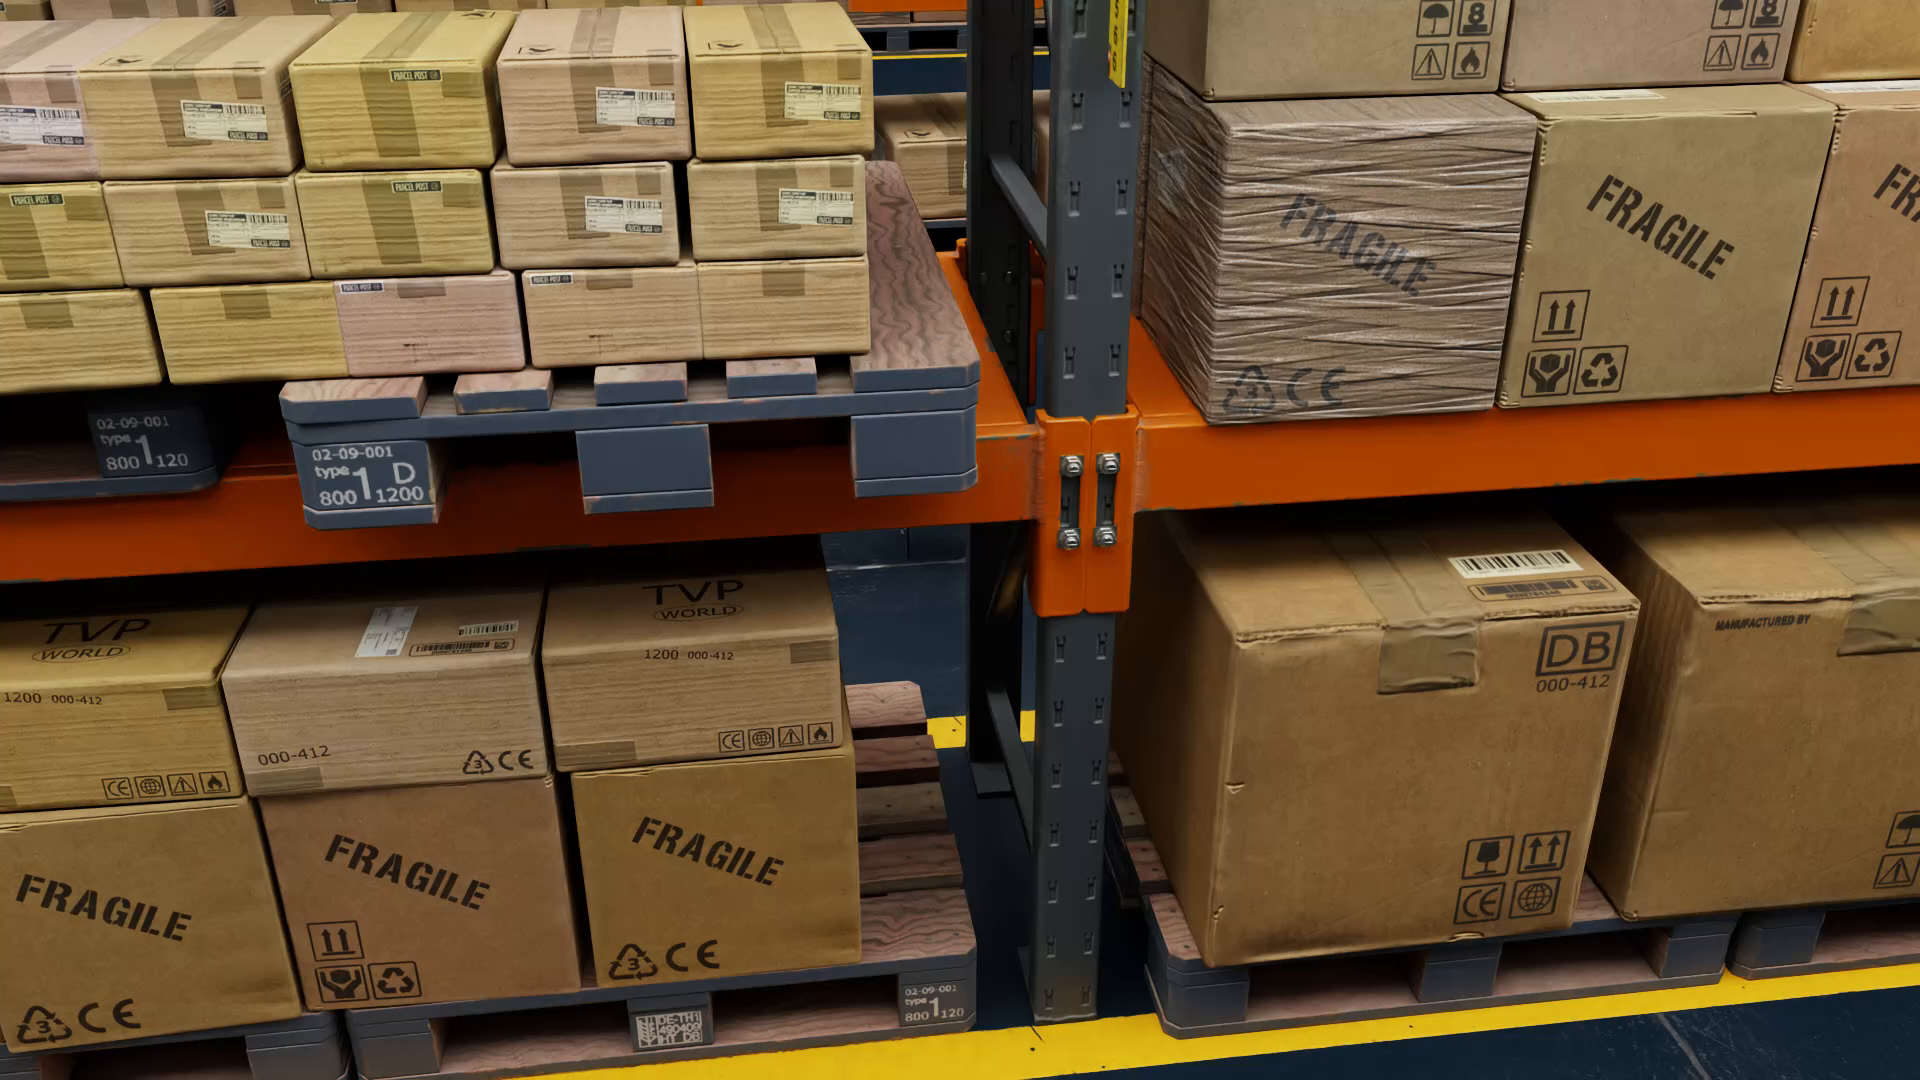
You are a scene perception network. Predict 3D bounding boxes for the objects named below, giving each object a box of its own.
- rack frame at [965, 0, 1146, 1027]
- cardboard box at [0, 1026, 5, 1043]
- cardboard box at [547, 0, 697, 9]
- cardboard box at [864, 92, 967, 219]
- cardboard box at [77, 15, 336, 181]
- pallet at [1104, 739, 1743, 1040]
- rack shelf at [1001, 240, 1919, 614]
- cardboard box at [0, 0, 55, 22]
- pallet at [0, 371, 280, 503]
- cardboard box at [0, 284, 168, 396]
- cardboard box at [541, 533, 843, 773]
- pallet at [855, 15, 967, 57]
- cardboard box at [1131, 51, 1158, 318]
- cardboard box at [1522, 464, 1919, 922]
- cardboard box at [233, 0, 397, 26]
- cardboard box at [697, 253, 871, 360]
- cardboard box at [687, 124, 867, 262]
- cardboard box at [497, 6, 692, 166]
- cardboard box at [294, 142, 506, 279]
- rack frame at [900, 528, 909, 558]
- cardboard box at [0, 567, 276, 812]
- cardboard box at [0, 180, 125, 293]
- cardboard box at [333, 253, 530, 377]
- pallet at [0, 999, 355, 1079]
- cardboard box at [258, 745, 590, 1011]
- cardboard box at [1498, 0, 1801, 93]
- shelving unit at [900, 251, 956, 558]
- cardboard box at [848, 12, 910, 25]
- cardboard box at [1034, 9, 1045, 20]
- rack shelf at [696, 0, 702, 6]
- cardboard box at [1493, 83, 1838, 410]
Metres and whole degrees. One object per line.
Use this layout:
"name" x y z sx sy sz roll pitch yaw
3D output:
"rack frame" 0.145 -0.586 3.107 0.127 3.000 1.000 -4 27 -7
"cardboard box" -2.007 0.593 3.087 0.500 0.500 0.500 -3 27 -6
"cardboard box" -0.606 -0.966 3.010 0.250 0.149 0.380 -4 27 -9
"cardboard box" -0.084 -1.867 8.021 0.625 0.372 0.950 -5 28 -11
"cardboard box" -1.049 -0.637 2.370 0.250 0.149 0.380 -3 27 -6
"pallet" 0.936 0.638 3.775 1.213 0.211 1.003 -4 27 -7
"rack shelf" 2.125 -0.393 3.519 4.000 0.370 1.077 -4 27 -7
"cardboard box" -1.641 -0.900 2.881 0.250 0.149 0.380 -3 27 -6
"pallet" -1.810 -0.356 2.869 1.213 0.211 1.003 -4 27 -7
"cardboard box" -1.294 -0.359 2.478 0.250 0.149 0.380 -5 28 -9
"cardboard box" -0.496 0.167 3.095 0.500 0.250 0.500 -4 27 -8
"pallet" -0.520 -3.855 12.532 1.213 0.211 1.003 -4 27 -7
"cardboard box" 0.553 -0.781 3.376 0.500 0.500 0.500 -4 27 -7
"cardboard box" 1.625 0.173 3.632 0.750 0.750 1.050 -3 27 -6
"cardboard box" -1.112 -0.936 2.951 0.250 0.149 0.380 -5 28 -9
"cardboard box" -0.280 -0.422 2.602 0.250 0.149 0.380 -3 27 -6
"cardboard box" -0.281 -0.556 2.538 0.250 0.149 0.380 -3 27 -6
"cardboard box" -0.526 -0.673 2.439 0.250 0.149 0.380 -4 27 -8
"cardboard box" -0.805 -0.521 2.468 0.250 0.149 0.380 -3 27 -6
"rack frame" -0.174 -0.456 4.989 0.008 1.050 0.200 -4 27 -7
"cardboard box" -1.500 0.230 2.973 0.500 0.250 0.500 -3 27 -6
"cardboard box" -1.300 -0.490 2.409 0.250 0.149 0.380 -4 27 -7
"cardboard box" -0.781 -0.391 2.541 0.250 0.149 0.380 -3 27 -6
"pallet" -1.835 0.780 3.499 1.213 0.211 1.003 -4 27 -7
"cardboard box" -0.985 0.530 3.209 0.500 0.500 0.500 -3 27 -5
"cardboard box" 1.091 -1.132 2.966 0.500 0.500 0.700 -4 27 -8
"shelving unit" -0.053 -0.464 5.004 0.252 1.050 0.215 -4 27 -7
"cardboard box" -0.721 -4.225 12.340 0.625 0.625 0.875 -3 27 -5
"cardboard box" 0.592 -4.313 12.511 0.625 0.625 0.875 -5 28 -9
"rack shelf" -2.626 -2.370 7.372 4.000 0.370 1.077 -4 27 -7
"cardboard box" 1.130 -0.571 2.967 0.500 0.500 0.500 -4 27 -8
